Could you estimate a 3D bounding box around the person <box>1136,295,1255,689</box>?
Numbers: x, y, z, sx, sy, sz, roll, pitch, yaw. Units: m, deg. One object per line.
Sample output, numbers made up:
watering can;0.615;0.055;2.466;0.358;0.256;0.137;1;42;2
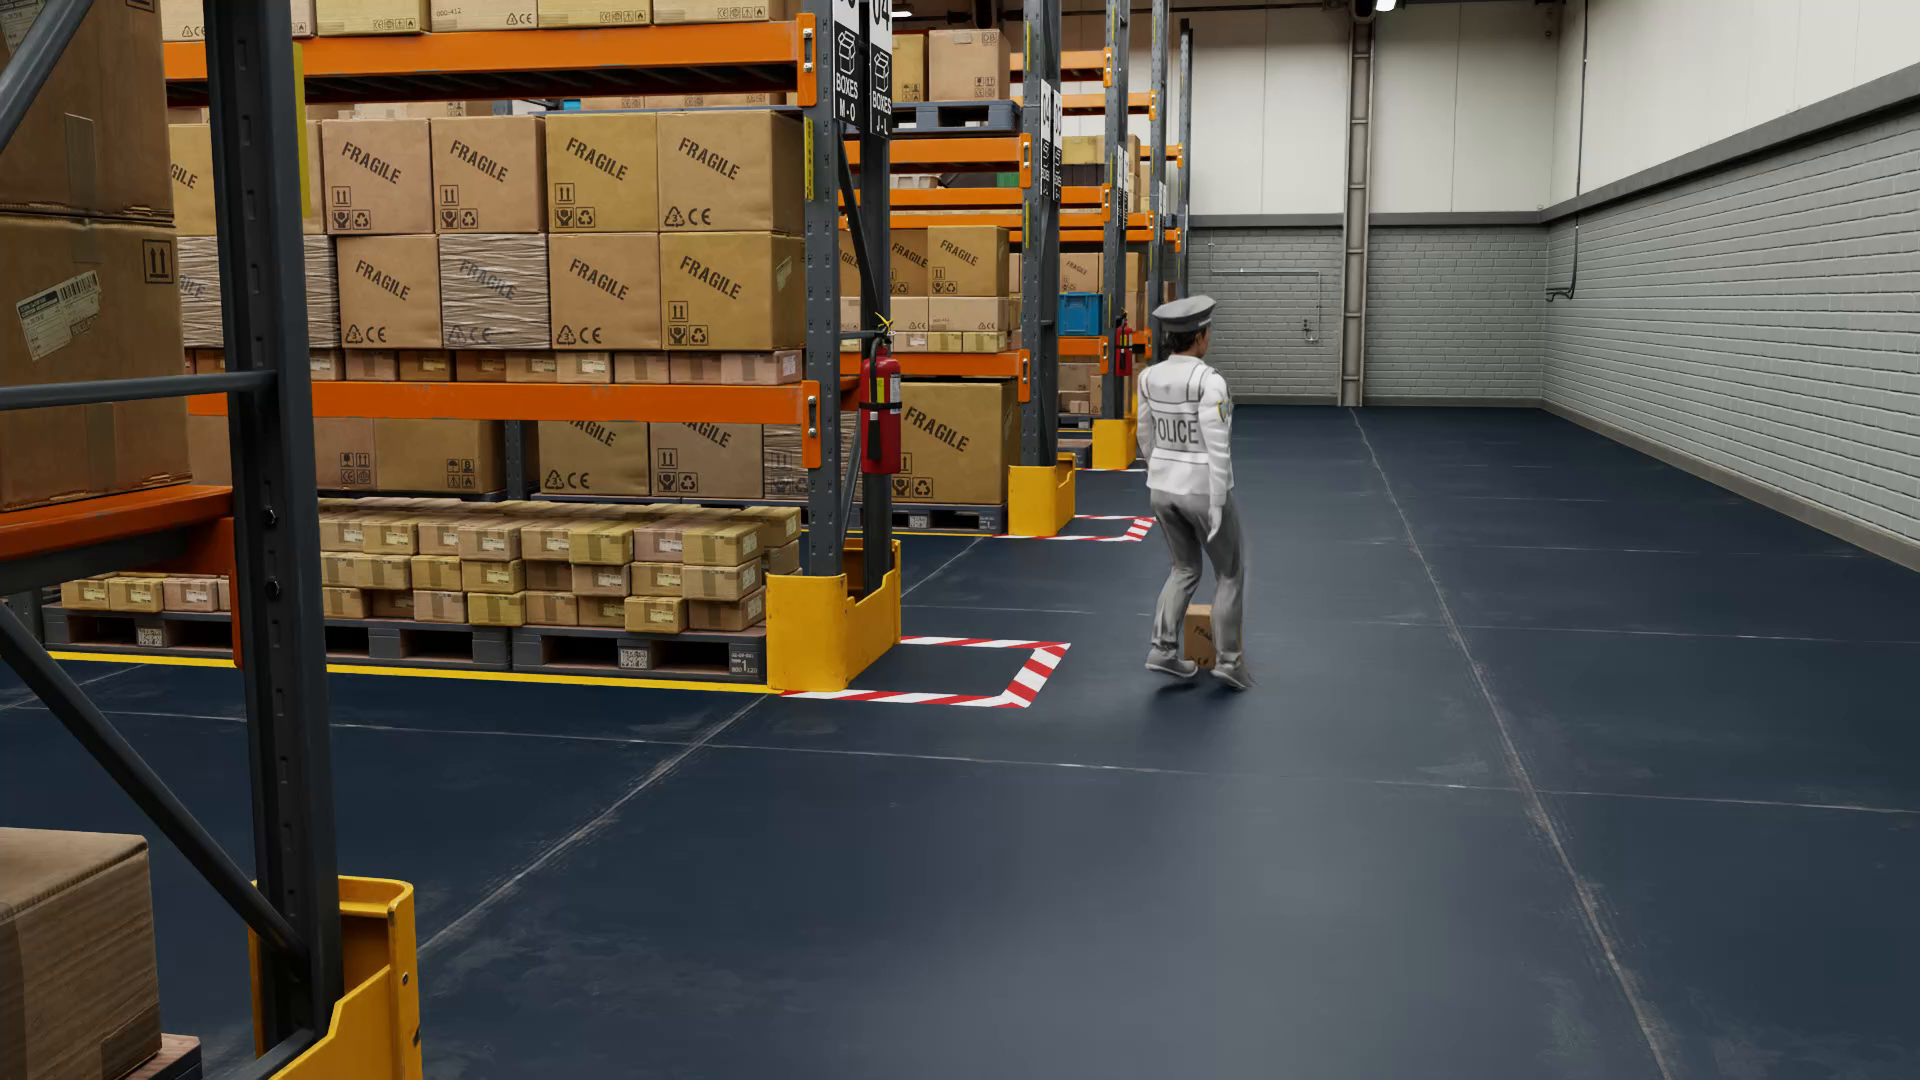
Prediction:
person;1.020;-0.160;7.056;0.602;1.741;0.536;-8;11;-43
